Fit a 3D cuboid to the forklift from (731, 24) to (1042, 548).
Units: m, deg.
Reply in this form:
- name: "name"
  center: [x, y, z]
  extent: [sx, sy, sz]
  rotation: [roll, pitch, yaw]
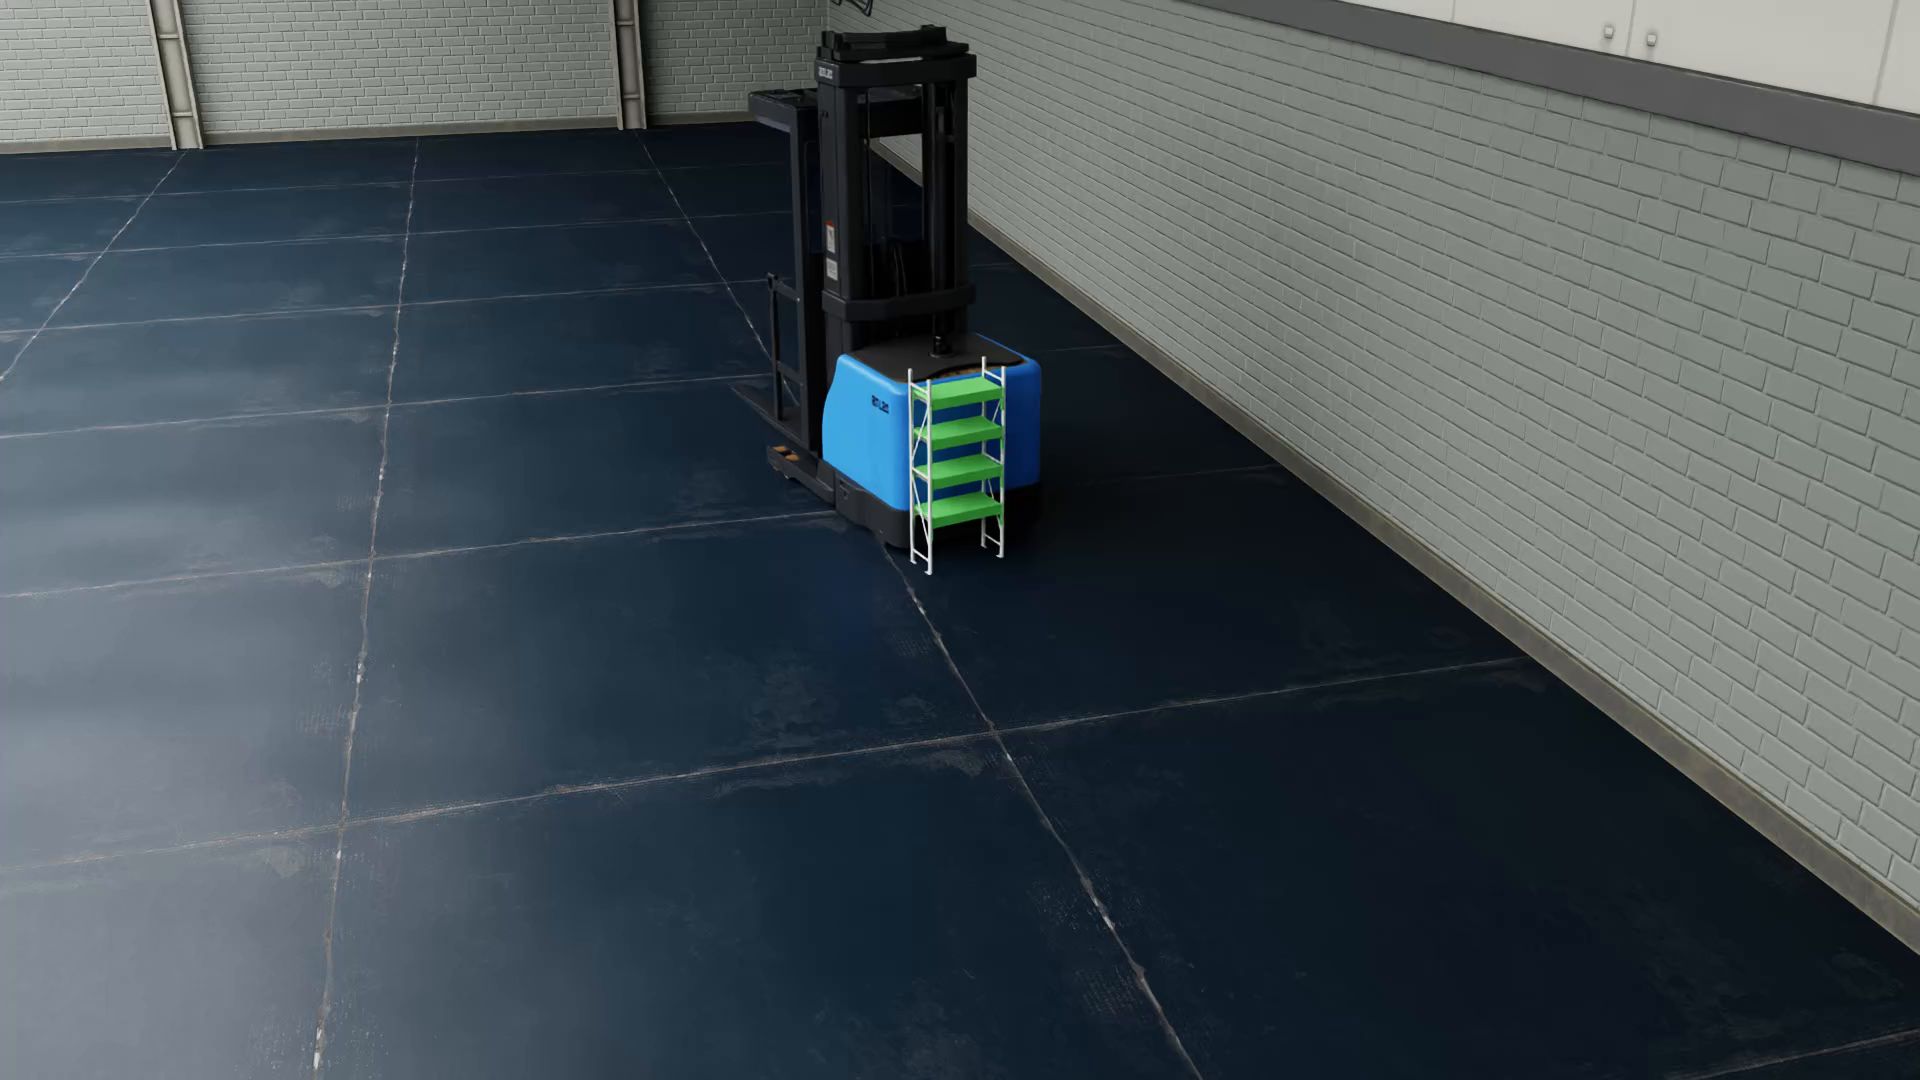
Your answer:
- name: "forklift"
  center: [-0.662, -1.836, 10.812]
  extent: [1.130, 2.935, 3.031]
  rotation: [-13, 26, -27]

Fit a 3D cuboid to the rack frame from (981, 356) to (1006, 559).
- name: "rack frame"
  center: [0.196, -0.479, 9.844]
  extent: [0.015, 1.200, 0.240]
  rotation: [-13, 26, -27]

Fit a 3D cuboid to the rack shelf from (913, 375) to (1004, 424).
- name: "rack shelf"
  center: [-0.016, -0.813, 9.568]
  extent: [0.480, 0.148, 0.258]
  rotation: [-13, 26, -27]

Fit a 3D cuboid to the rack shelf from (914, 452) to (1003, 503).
- name: "rack shelf"
  center: [-0.016, -0.372, 9.757]
  extent: [0.480, 0.148, 0.258]
  rotation: [-13, 26, -27]

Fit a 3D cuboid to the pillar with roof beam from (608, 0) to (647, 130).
- name: "pillar with roof beam"
  center: [-3.622, -8.523, 18.700]
  extent: [0.400, 9.000, 9.100]
  rotation: [-6, 24, -14]

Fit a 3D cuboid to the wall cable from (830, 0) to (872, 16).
- name: "wall cable"
  center: [-1.591, -8.542, 22.683]
  extent: [0.112, 2.526, 3.097]
  rotation: [-6, 24, -14]

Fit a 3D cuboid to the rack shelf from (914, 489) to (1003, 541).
- name: "rack shelf"
  center: [-0.016, -0.152, 9.852]
  extent: [0.480, 0.148, 0.258]
  rotation: [-13, 26, -27]

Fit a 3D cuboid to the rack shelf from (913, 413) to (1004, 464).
- name: "rack shelf"
  center: [-0.016, -0.593, 9.663]
  extent: [0.480, 0.148, 0.258]
  rotation: [-13, 26, -27]

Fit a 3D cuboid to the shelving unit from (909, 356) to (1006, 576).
- name: "shelving unit"
  center: [-0.016, -0.431, 9.732]
  extent: [0.503, 1.200, 0.258]
  rotation: [-13, 26, -27]

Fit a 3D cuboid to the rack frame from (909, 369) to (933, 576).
- name: "rack frame"
  center: [-0.227, -0.383, 9.621]
  extent: [0.015, 1.200, 0.240]
  rotation: [-13, 26, -27]

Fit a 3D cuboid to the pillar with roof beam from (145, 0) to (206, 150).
- name: "pillar with roof beam"
  center: [-9.399, -7.884, 17.211]
  extent: [0.400, 9.000, 9.100]
  rotation: [-6, 24, -14]
